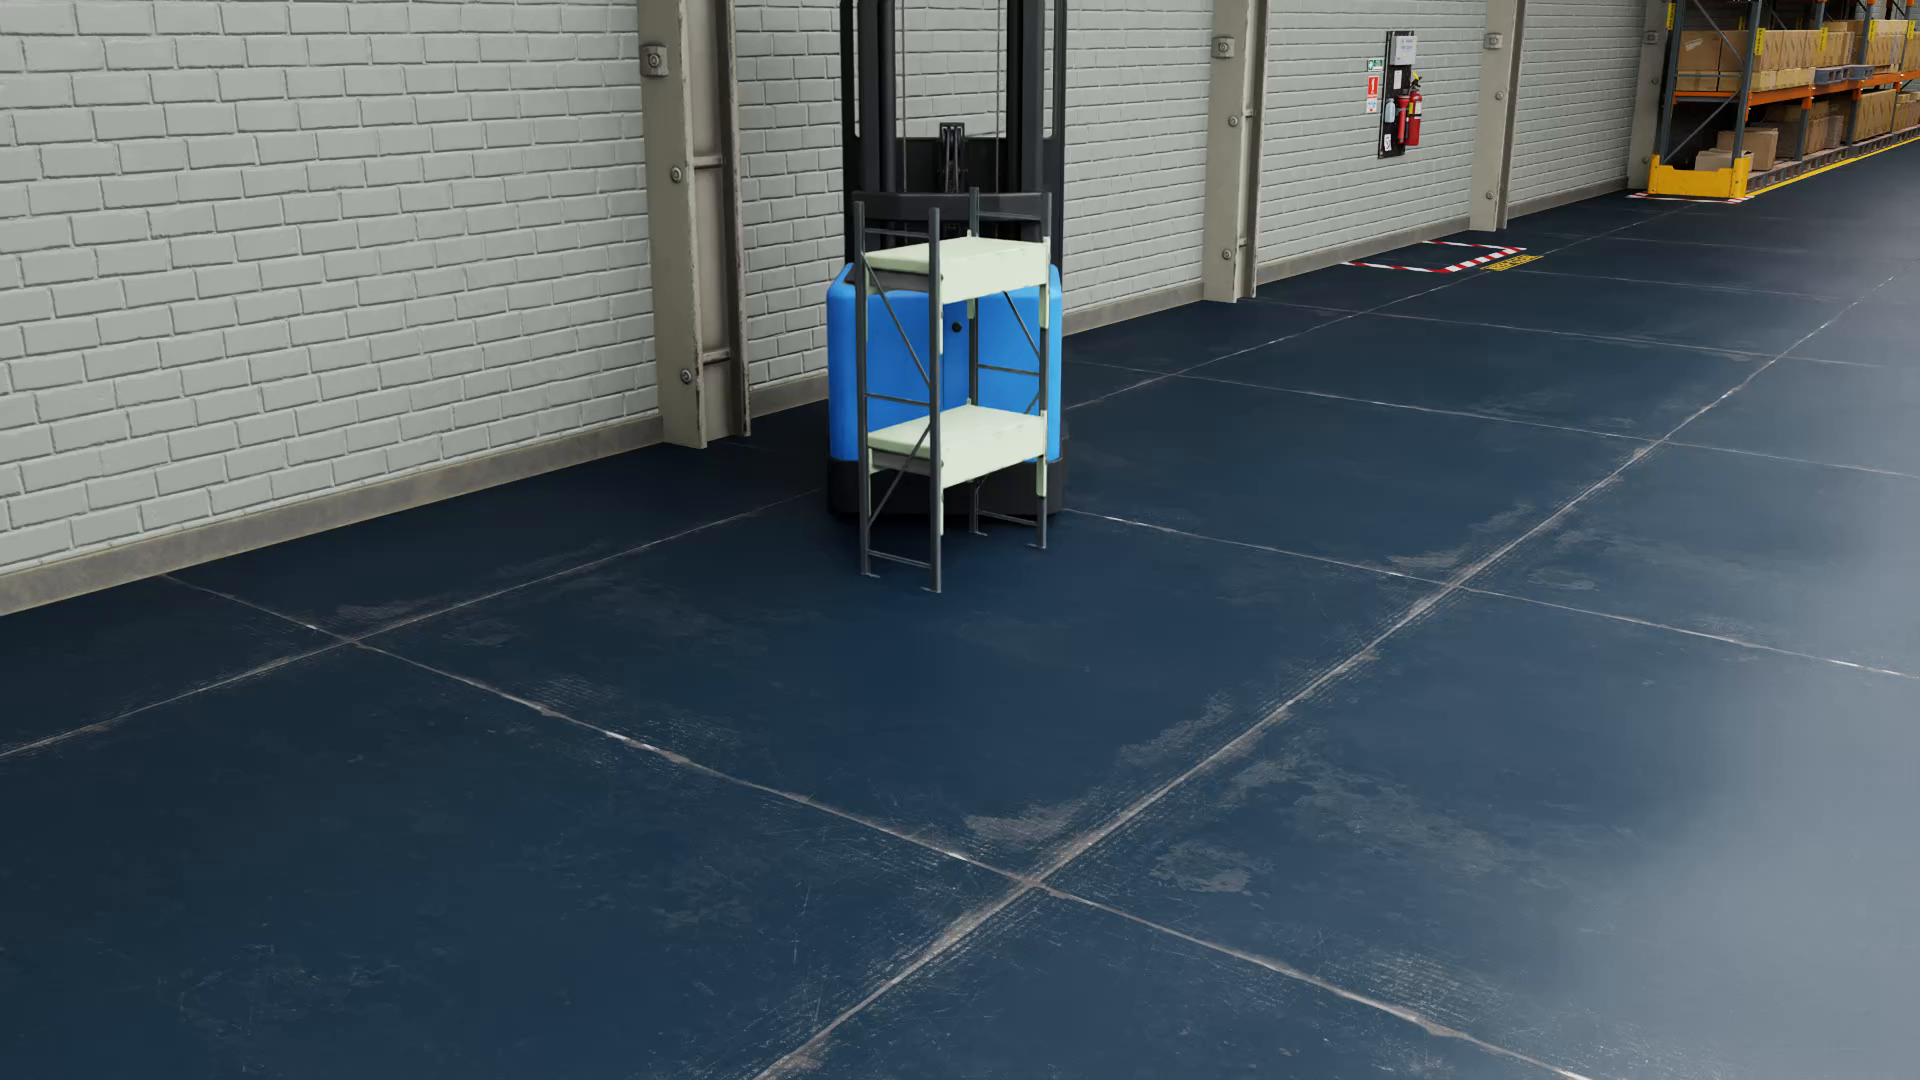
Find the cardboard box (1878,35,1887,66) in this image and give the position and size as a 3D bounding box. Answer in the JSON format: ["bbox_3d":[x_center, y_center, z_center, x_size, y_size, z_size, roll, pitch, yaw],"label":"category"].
[{"bbox_3d":[15.501,-8.372,28.441,0.500,0.500,0.500,12,21,34],"label":"cardboard box"}]

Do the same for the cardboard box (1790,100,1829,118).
[{"bbox_3d":[13.613,-6.930,26.711,0.500,0.250,0.500,13,21,36],"label":"cardboard box"}]

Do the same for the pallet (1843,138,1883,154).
[{"bbox_3d":[15.648,-6.993,29.407,1.003,0.211,1.213,12,21,35],"label":"pallet"}]

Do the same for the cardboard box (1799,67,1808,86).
[{"bbox_3d":[11.664,-6.563,23.538,0.500,0.250,0.500,13,21,35],"label":"cardboard box"}]

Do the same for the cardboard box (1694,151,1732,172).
[{"bbox_3d":[10.108,-5.030,22.177,0.500,0.311,0.500,10,20,29],"label":"cardboard box"}]

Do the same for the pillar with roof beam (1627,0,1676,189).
[{"bbox_3d":[12.803,-8.379,19.054,9.100,9.000,0.400,12,21,35],"label":"pillar with roof beam"}]

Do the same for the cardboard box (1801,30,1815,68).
[{"bbox_3d":[11.681,-6.917,23.415,0.500,0.500,0.500,12,21,34],"label":"cardboard box"}]

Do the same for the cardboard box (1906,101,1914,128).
[{"bbox_3d":[18.223,-8.350,32.580,0.700,0.500,0.500,12,21,33],"label":"cardboard box"}]

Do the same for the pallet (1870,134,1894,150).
[{"bbox_3d":[16.374,-7.285,30.347,1.003,0.211,1.213,12,21,35],"label":"pallet"}]

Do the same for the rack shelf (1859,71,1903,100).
[{"bbox_3d":[15.582,-7.994,29.140,1.077,0.370,4.000,12,21,35],"label":"rack shelf"}]

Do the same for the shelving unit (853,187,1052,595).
[{"bbox_3d":[-0.019,-0.625,6.729,0.431,1.500,0.755,13,21,35],"label":"shelving unit"}]

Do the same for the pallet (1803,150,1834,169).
[{"bbox_3d":[13.196,-6.054,26.383,1.003,0.211,1.213,12,21,35],"label":"pallet"}]

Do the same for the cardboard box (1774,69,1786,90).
[{"bbox_3d":[10.775,-6.200,22.371,0.500,0.250,0.500,12,21,34],"label":"cardboard box"}]

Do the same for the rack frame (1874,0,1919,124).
[{"bbox_3d":[19.157,-9.766,33.636,1.000,3.000,0.127,12,21,35],"label":"rack frame"}]

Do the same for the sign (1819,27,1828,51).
[{"bbox_3d":[12.447,-7.228,24.001,0.100,0.325,0.005,12,21,35],"label":"sign"}]

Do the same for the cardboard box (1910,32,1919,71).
[{"bbox_3d":[17.549,-9.256,31.487,0.980,0.700,0.700,12,21,33],"label":"cardboard box"}]

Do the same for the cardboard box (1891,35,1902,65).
[{"bbox_3d":[16.405,-8.735,29.611,0.500,0.500,0.500,13,21,35],"label":"cardboard box"}]

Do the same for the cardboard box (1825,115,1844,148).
[{"bbox_3d":[14.003,-6.697,27.223,0.700,0.500,0.500,13,21,35],"label":"cardboard box"}]

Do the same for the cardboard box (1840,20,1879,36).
[{"bbox_3d":[14.885,-8.488,27.550,0.500,0.250,0.500,13,22,36],"label":"cardboard box"}]

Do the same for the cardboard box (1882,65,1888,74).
[{"bbox_3d":[16.168,-8.335,29.416,0.380,0.149,0.250,12,21,35],"label":"cardboard box"}]

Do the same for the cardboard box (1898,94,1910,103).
[{"bbox_3d":[17.963,-8.464,31.854,0.380,0.149,0.250,12,21,33],"label":"cardboard box"}]

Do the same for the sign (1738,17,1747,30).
[{"bbox_3d":[11.559,-7.558,24.573,0.100,0.325,0.005,12,21,35],"label":"sign"}]

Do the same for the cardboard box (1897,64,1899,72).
[{"bbox_3d":[16.799,-8.573,30.182,0.380,0.149,0.250,13,21,35],"label":"cardboard box"}]

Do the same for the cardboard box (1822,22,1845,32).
[{"bbox_3d":[14.029,-8.262,26.787,0.380,0.149,0.250,9,19,26],"label":"cardboard box"}]

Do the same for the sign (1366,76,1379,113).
[{"bbox_3d":[3.855,-4.168,15.547,0.001,0.329,0.234,12,21,35],"label":"sign"}]

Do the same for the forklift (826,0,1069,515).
[{"bbox_3d":[-0.022,-1.893,8.399,1.130,2.935,3.031,1,17,2],"label":"forklift"}]

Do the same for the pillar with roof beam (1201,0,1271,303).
[{"bbox_3d":[5.653,-5.521,9.850,9.100,9.000,0.400,12,21,35],"label":"pillar with roof beam"}]

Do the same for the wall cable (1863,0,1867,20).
[{"bbox_3d":[19.160,-10.724,35.005,0.084,1.984,1.851,12,21,35],"label":"wall cable"}]

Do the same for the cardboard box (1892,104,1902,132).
[{"bbox_3d":[17.301,-7.980,31.391,0.700,0.500,0.500,13,21,35],"label":"cardboard box"}]

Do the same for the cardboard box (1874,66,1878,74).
[{"bbox_3d":[15.677,-8.155,28.837,0.380,0.149,0.250,13,21,35],"label":"cardboard box"}]

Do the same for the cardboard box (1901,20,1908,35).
[{"bbox_3d":[16.701,-9.215,29.891,0.500,0.250,0.500,13,22,36],"label":"cardboard box"}]

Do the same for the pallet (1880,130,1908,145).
[{"bbox_3d":[17.289,-7.649,31.520,1.003,0.211,1.213,12,21,35],"label":"pallet"}]

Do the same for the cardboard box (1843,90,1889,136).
[{"bbox_3d":[15.963,-7.598,29.568,0.750,0.750,0.750,13,22,36],"label":"cardboard box"}]

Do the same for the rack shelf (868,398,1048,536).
[{"bbox_3d":[-0.019,-0.314,6.826,0.431,0.370,0.720,13,21,35],"label":"rack shelf"}]

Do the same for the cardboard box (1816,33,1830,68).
[{"bbox_3d":[12.676,-7.413,25.147,0.700,0.500,0.500,15,23,40],"label":"cardboard box"}]

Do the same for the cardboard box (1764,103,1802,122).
[{"bbox_3d":[12.692,-6.567,25.540,0.500,0.250,0.500,12,21,34],"label":"cardboard box"}]

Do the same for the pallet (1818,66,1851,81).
[{"bbox_3d":[13.243,-7.291,25.987,1.003,0.211,1.213,12,21,35],"label":"pallet"}]

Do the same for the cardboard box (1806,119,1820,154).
[{"bbox_3d":[13.036,-6.349,26.105,0.700,0.500,0.500,13,21,35],"label":"cardboard box"}]

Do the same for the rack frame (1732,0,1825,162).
[{"bbox_3d":[12.007,-6.908,24.432,1.000,3.000,0.127,12,21,35],"label":"rack frame"}]

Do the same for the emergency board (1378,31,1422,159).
[{"bbox_3d":[4.268,-4.264,15.918,0.194,1.169,0.643,12,21,35],"label":"emergency board"}]

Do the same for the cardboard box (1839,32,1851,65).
[{"bbox_3d":[13.807,-7.867,26.609,0.700,0.500,0.500,10,20,30],"label":"cardboard box"}]

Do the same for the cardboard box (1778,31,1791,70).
[{"bbox_3d":[10.765,-6.550,22.233,0.500,0.500,0.500,12,21,33],"label":"cardboard box"}]

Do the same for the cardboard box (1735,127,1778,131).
[{"bbox_3d":[11.420,-5.670,23.919,0.500,0.500,0.500,11,20,31],"label":"cardboard box"}]

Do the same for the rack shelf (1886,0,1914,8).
[{"bbox_3d":[17.965,-10.379,31.763,1.077,0.370,4.000,12,21,35],"label":"rack shelf"}]

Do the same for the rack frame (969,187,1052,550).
[{"bbox_3d":[0.204,-0.712,7.007,0.400,1.500,0.023,13,21,35],"label":"rack frame"}]
